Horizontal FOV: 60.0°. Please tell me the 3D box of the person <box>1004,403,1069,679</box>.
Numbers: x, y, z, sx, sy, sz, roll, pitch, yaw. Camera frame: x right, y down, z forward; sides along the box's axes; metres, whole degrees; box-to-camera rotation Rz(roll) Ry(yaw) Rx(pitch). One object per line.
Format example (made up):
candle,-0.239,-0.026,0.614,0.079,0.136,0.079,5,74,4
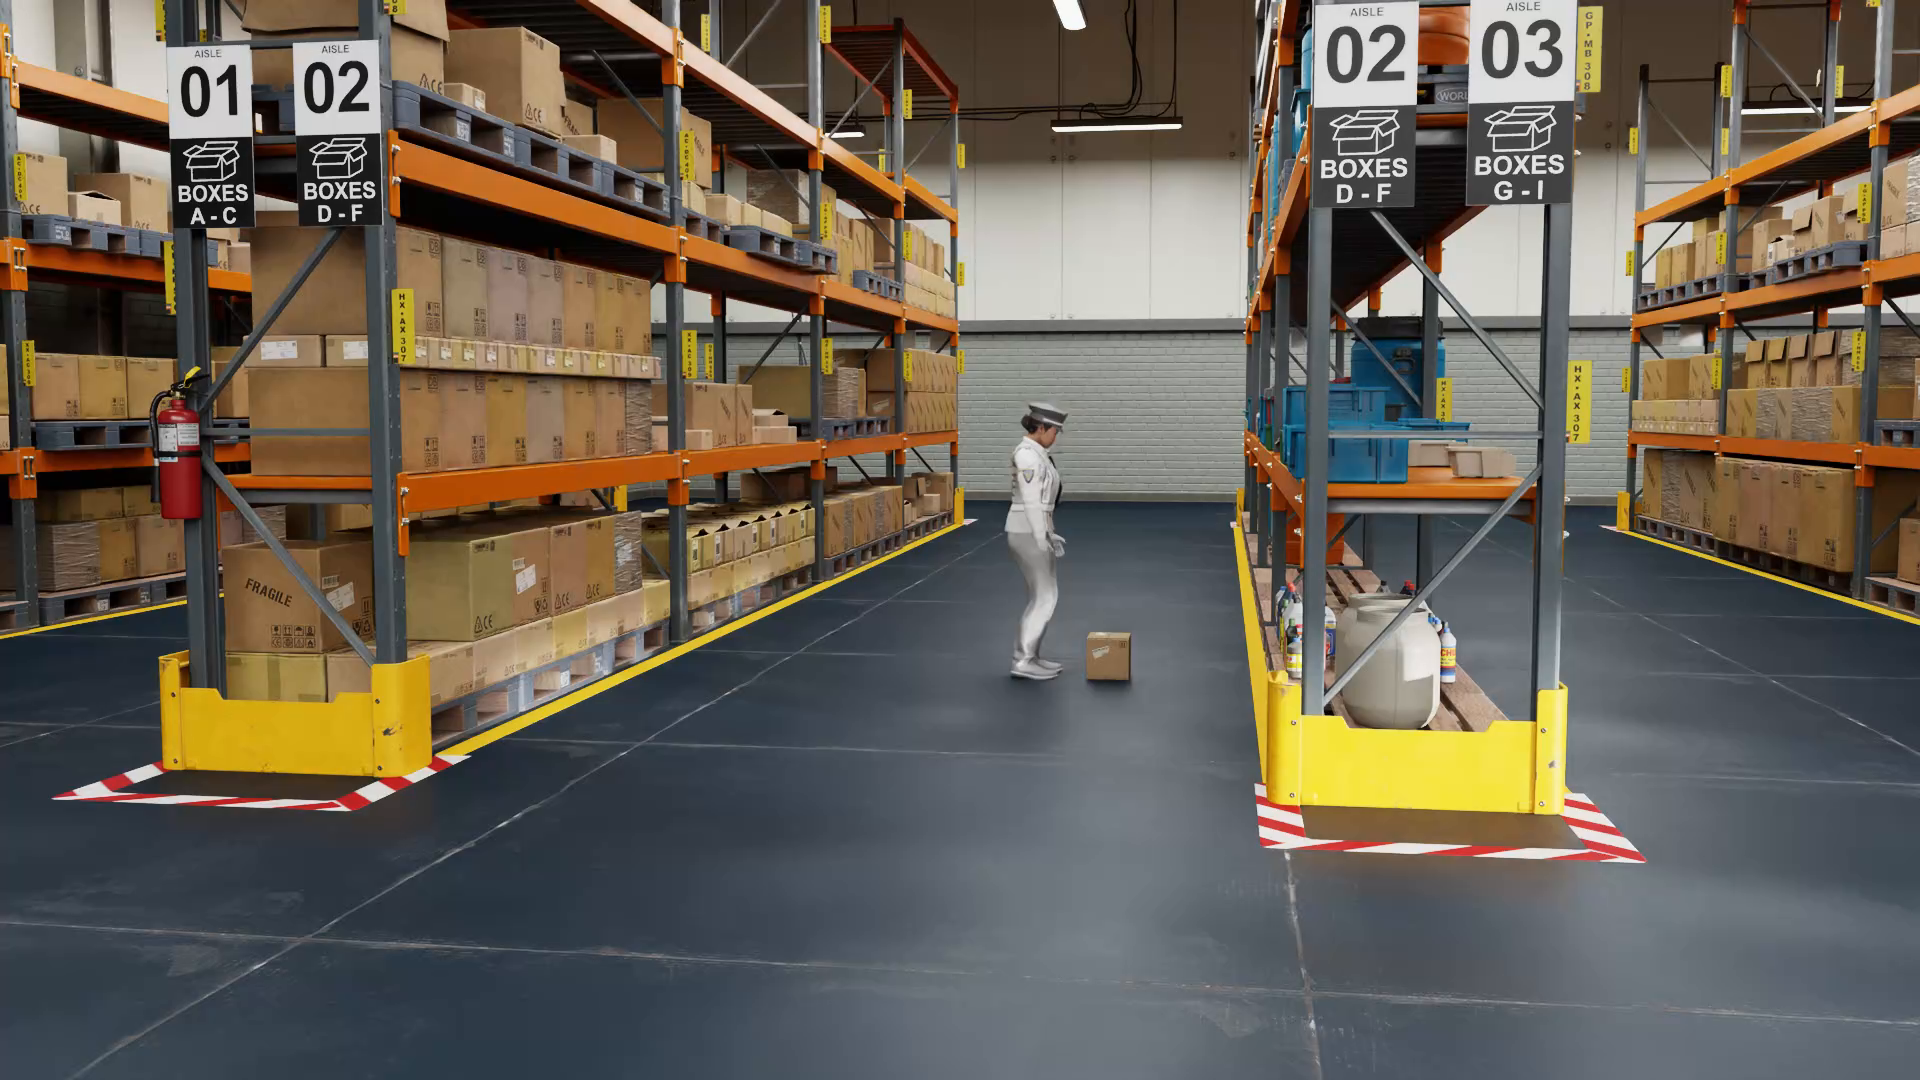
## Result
person,0.465,0.000,10.061,0.381,1.652,0.485,1,5,10
